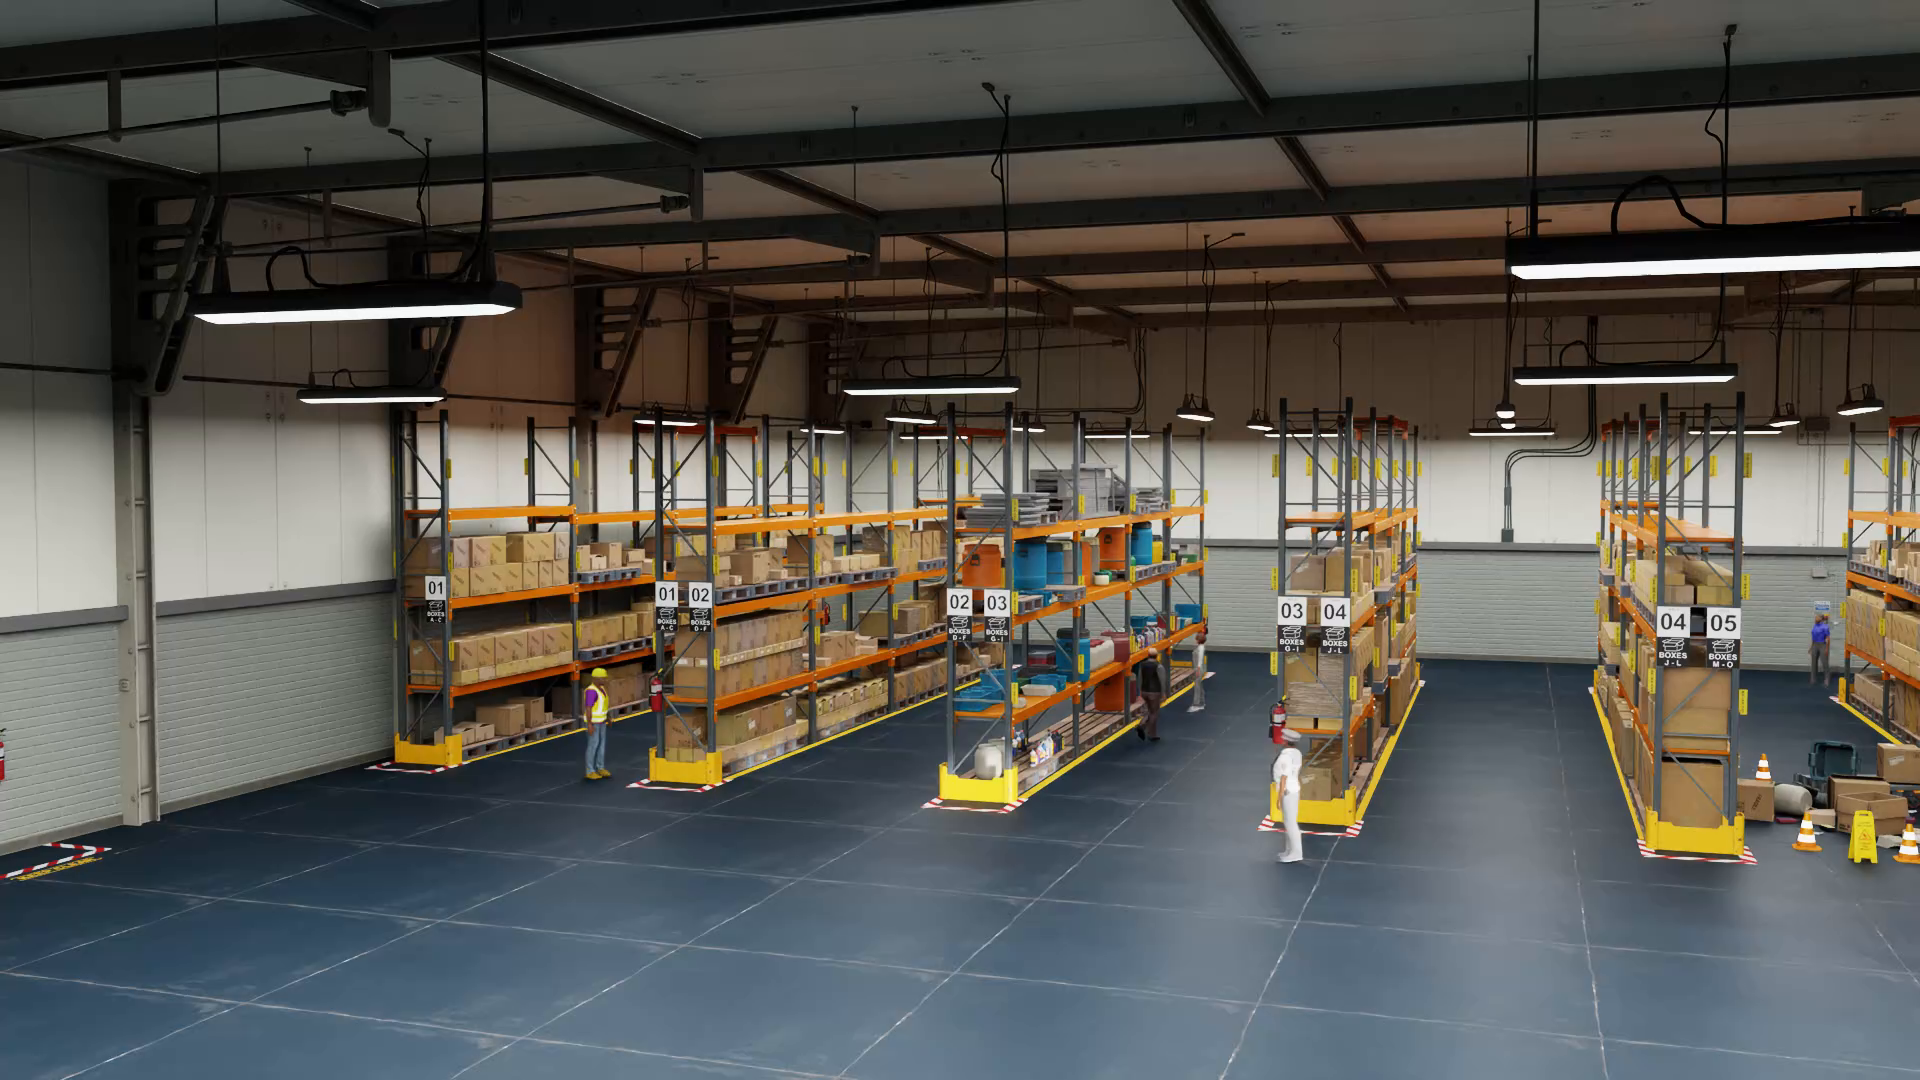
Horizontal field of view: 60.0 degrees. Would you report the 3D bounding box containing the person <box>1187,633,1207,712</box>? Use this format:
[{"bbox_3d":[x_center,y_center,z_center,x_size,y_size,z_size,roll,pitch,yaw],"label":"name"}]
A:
[{"bbox_3d":[4.881,2.728,34.456,0.471,1.606,0.457,0,2,-6],"label":"person"}]

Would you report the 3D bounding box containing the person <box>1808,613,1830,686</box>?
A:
[{"bbox_3d":[19.954,2.524,38.595,0.354,1.663,0.497,-1,3,-30],"label":"person"}]

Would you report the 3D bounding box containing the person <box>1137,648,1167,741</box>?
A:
[{"bbox_3d":[3.516,2.822,30.444,0.481,1.713,0.503,-1,3,-29],"label":"person"}]

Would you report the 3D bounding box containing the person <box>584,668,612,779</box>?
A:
[{"bbox_3d":[-5.878,2.959,26.961,0.411,1.783,0.603,0,2,10],"label":"person"}]

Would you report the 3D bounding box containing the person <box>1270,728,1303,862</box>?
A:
[{"bbox_3d":[4.173,3.253,21.266,0.412,1.698,0.531,0,2,9],"label":"person"}]
